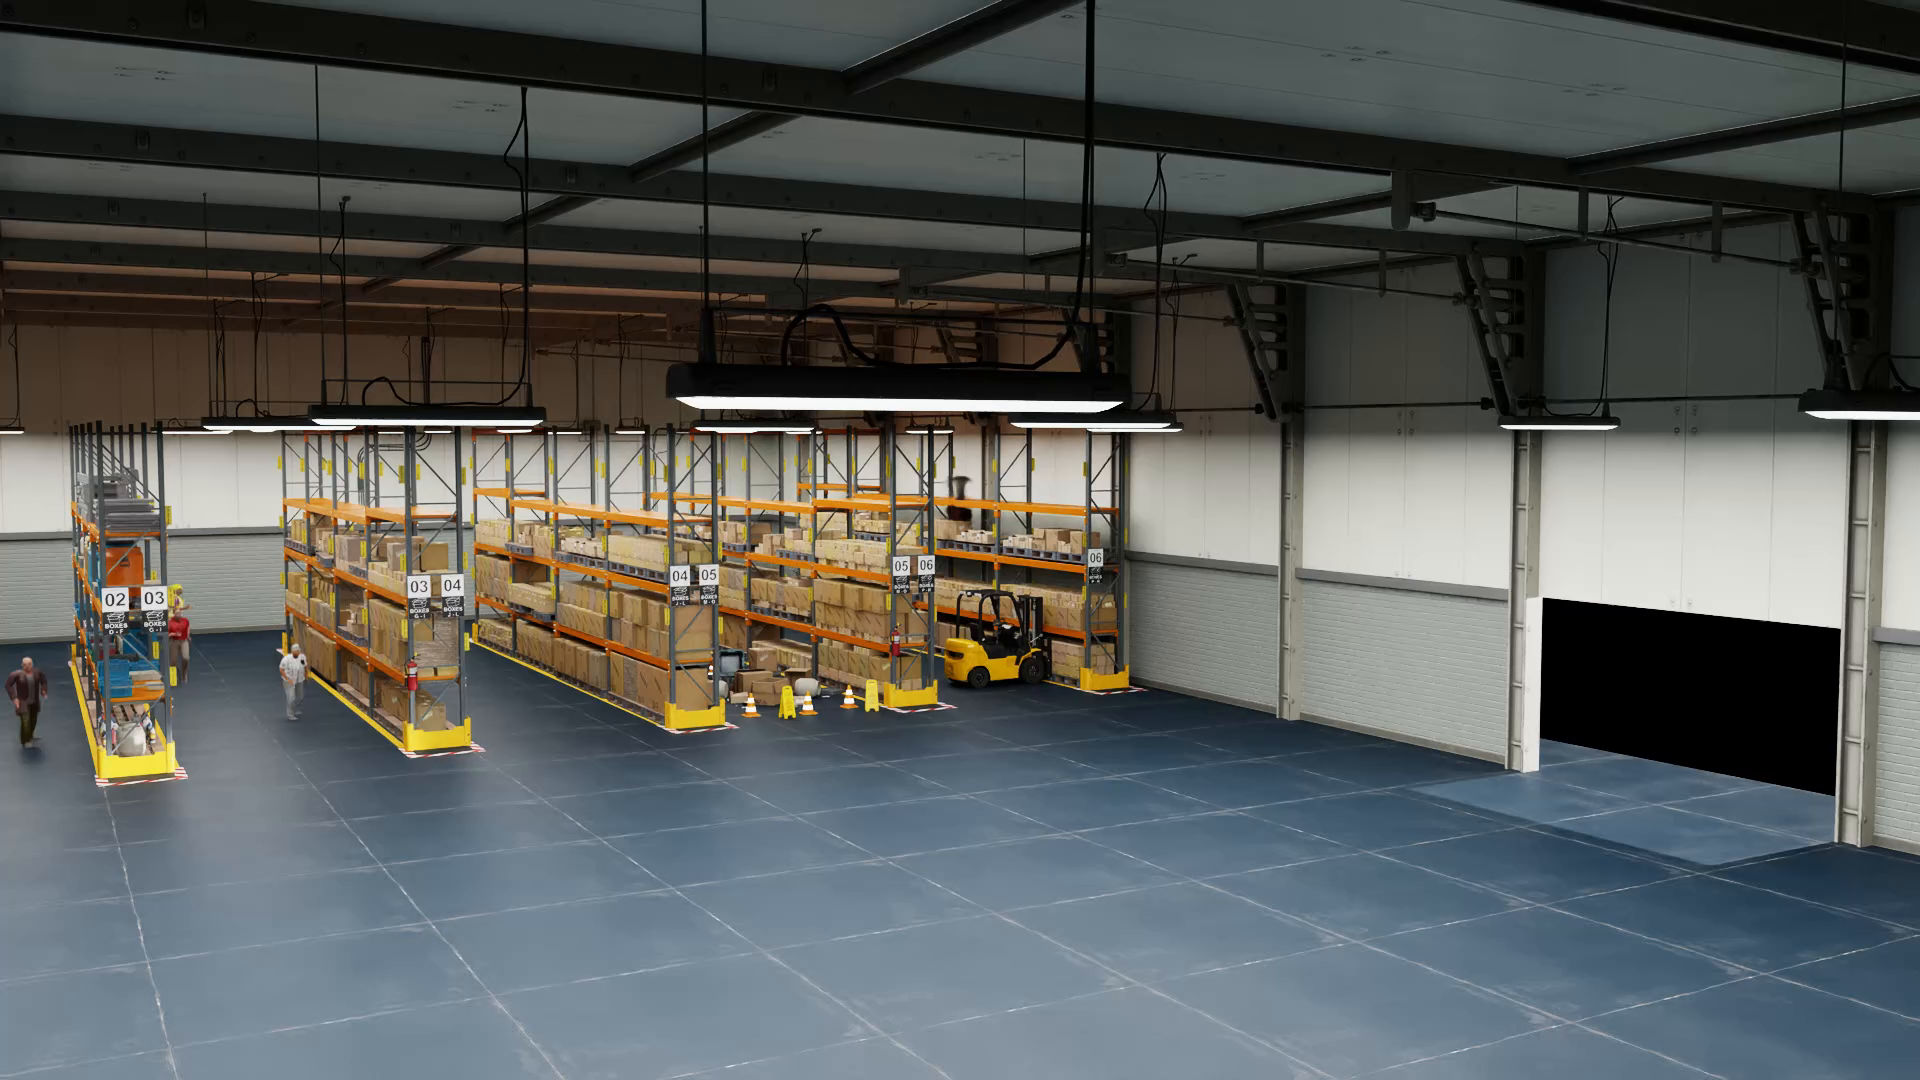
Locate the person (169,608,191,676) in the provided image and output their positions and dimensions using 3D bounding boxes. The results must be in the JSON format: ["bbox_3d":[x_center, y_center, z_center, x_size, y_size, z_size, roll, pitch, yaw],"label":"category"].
[{"bbox_3d":[-18.235,2.377,38.782,0.611,1.588,0.833,-2,4,-35],"label":"person"}]

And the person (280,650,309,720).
[{"bbox_3d":[-13.547,2.865,33.751,0.781,1.551,0.612,3,5,41],"label":"person"}]

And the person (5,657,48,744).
[{"bbox_3d":[-17.240,2.946,30.694,0.959,1.623,0.667,2,4,33],"label":"person"}]

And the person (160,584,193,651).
[{"bbox_3d":[-20.979,2.092,44.531,0.851,1.824,0.674,-1,4,-11],"label":"person"}]
